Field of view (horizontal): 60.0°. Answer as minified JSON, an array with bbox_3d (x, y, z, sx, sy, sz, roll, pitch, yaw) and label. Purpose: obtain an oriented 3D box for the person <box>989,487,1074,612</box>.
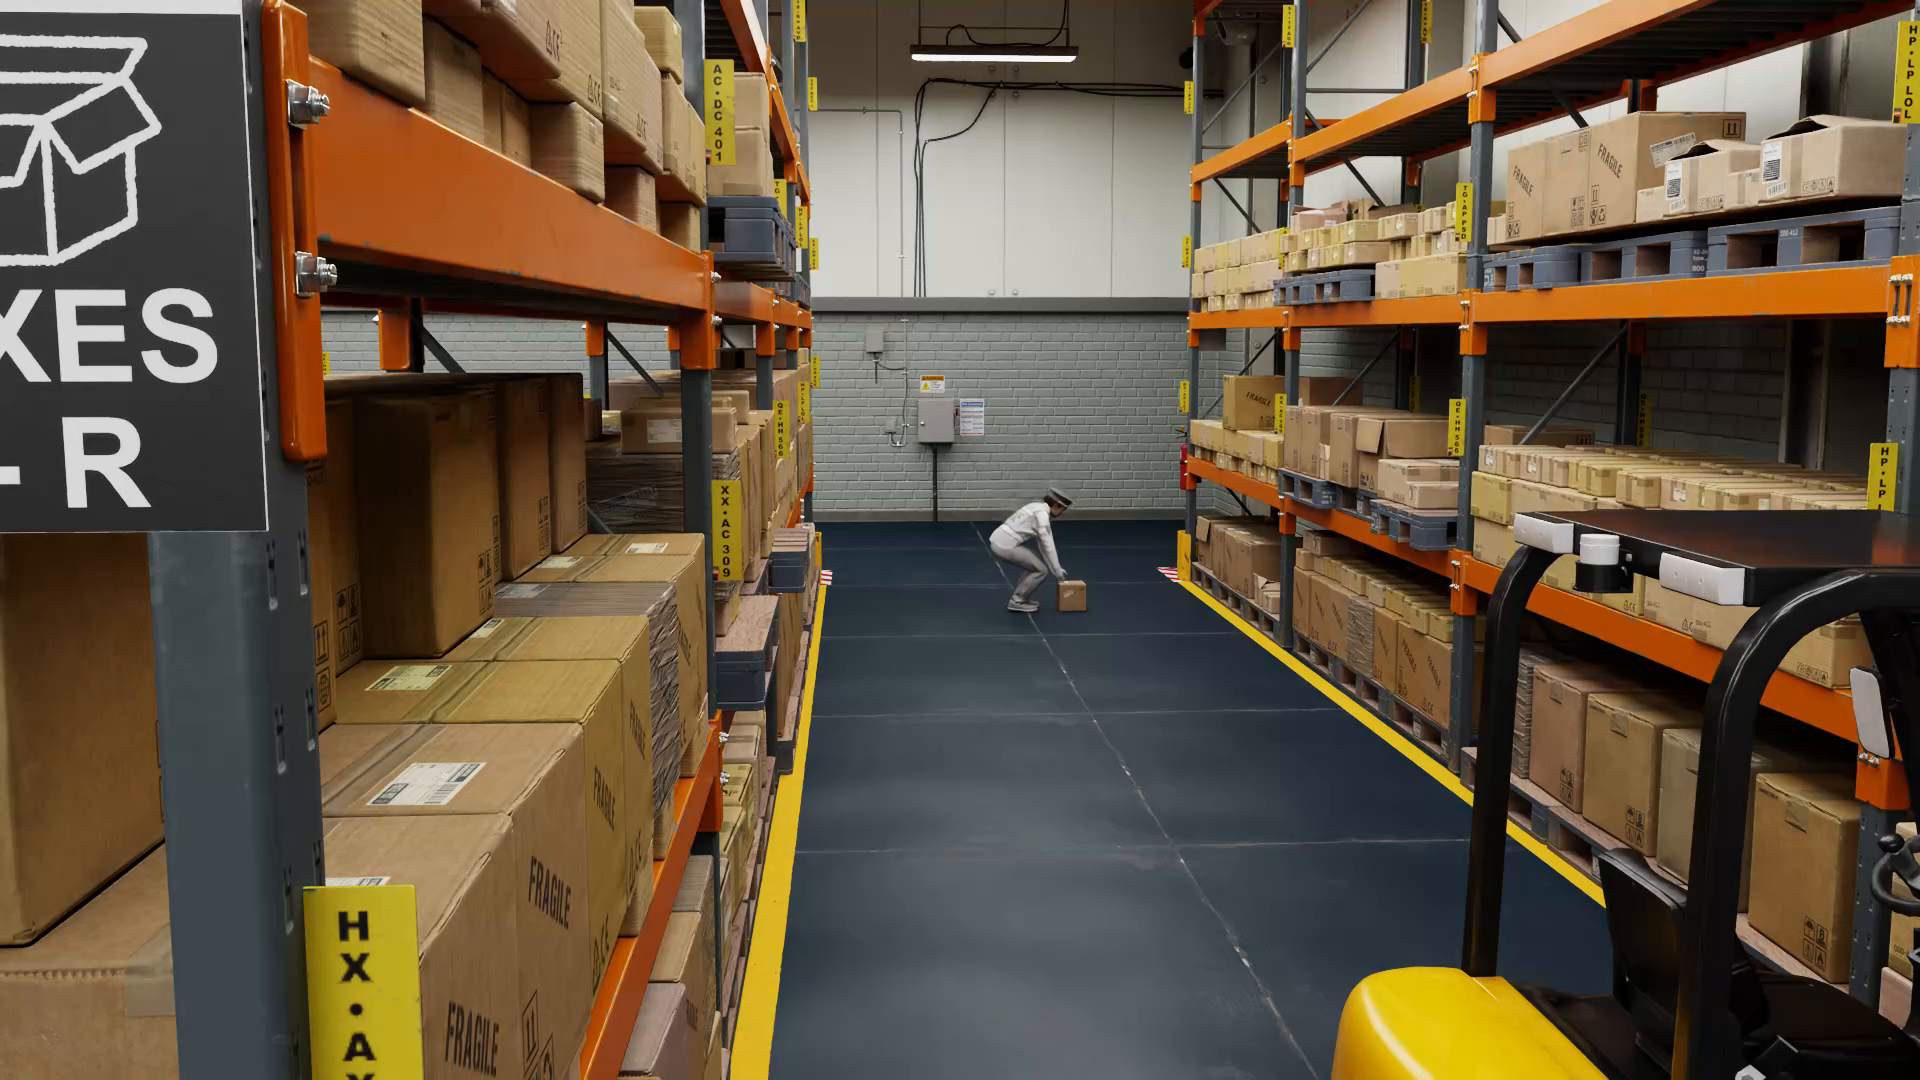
[{"bbox_3d":[0.676,0.083,15.698,0.804,1.154,0.518,0,7,-4],"label":"person"}]
